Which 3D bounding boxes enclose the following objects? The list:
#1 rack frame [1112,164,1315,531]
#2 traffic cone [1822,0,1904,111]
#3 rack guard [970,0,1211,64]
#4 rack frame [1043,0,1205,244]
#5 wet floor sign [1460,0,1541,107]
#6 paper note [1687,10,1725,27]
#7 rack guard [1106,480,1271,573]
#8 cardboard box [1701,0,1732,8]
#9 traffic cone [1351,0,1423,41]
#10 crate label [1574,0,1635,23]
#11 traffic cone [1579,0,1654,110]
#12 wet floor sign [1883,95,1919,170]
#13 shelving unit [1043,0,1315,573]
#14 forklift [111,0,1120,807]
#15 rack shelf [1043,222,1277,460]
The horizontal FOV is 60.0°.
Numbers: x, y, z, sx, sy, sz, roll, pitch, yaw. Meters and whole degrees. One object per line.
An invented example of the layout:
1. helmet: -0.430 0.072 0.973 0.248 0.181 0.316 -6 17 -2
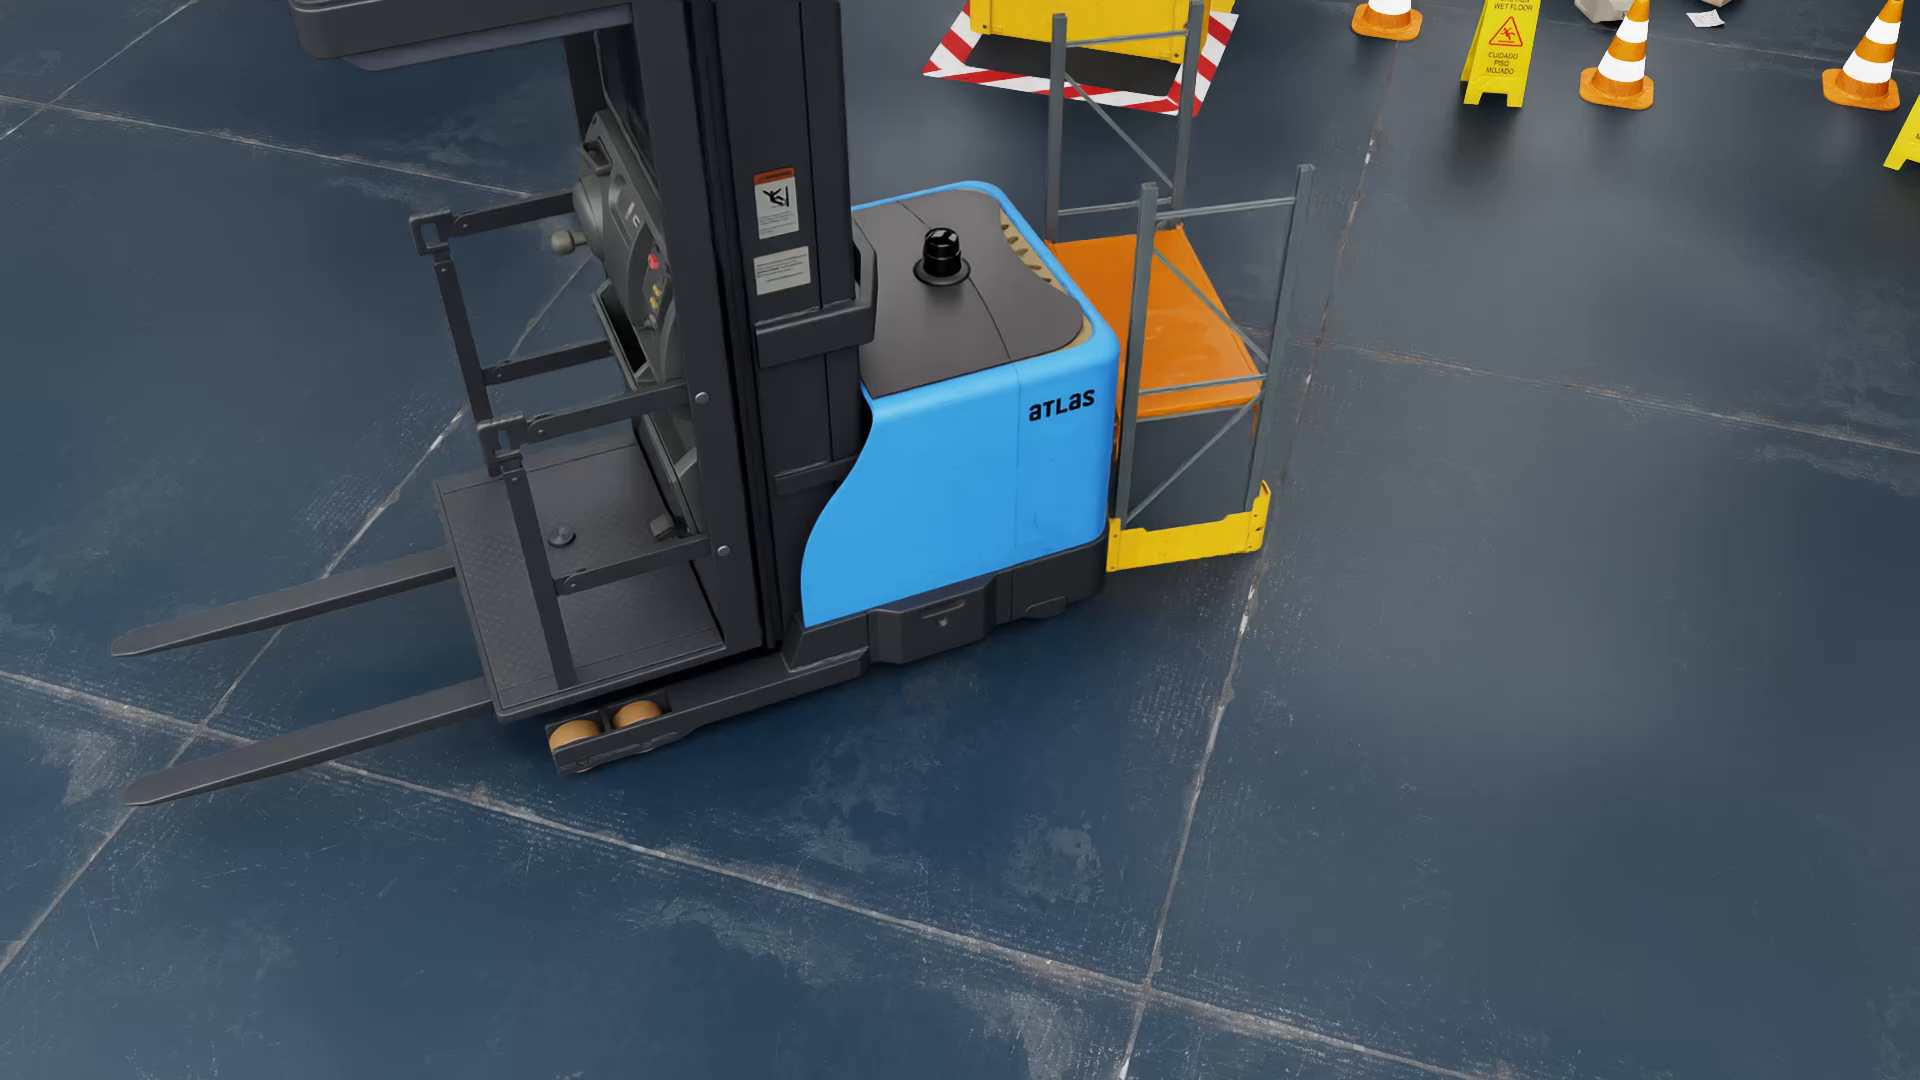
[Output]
1. rack frame: 0.750 -0.479 5.167 0.500 1.500 0.032 -8 45 -8
2. traffic cone: 4.298 -2.311 7.781 0.336 0.463 0.334 13 46 13
3. rack guard: 0.641 -2.730 8.182 1.175 0.500 0.348 13 46 13
4. rack frame: 0.544 -1.175 5.879 0.500 1.500 0.032 -8 45 -8
5. wet floor sign: 2.527 -2.359 7.699 0.267 0.644 0.232 5 45 5
6. paper note: 3.786 -2.648 8.435 0.148 0.019 0.142 -2 44 -2
7. rack guard: 0.746 -0.046 5.618 0.587 0.250 0.087 -8 45 -8
8. cardboard box: 3.868 -2.940 8.648 0.250 0.149 0.380 -33 53 -29
9. traffic cone: 2.163 -2.786 8.266 0.336 0.463 0.334 13 46 13
10. crate label: 3.316 -2.740 8.452 0.250 0.136 0.298 -9 45 -9
11. traffic cone: 3.137 -2.320 7.790 0.336 0.463 0.334 13 46 13
12. wet floor sign: 4.320 -1.916 7.247 0.267 0.644 0.232 28 51 26
13. shelving unit: 0.645 -0.833 5.529 0.587 1.500 1.083 -8 45 -8
14. forklift: -1.084 -0.766 4.437 3.031 2.935 1.130 -16 47 -16
15. rack shelf: 0.647 -0.699 5.649 0.538 0.185 1.000 -8 45 -8
